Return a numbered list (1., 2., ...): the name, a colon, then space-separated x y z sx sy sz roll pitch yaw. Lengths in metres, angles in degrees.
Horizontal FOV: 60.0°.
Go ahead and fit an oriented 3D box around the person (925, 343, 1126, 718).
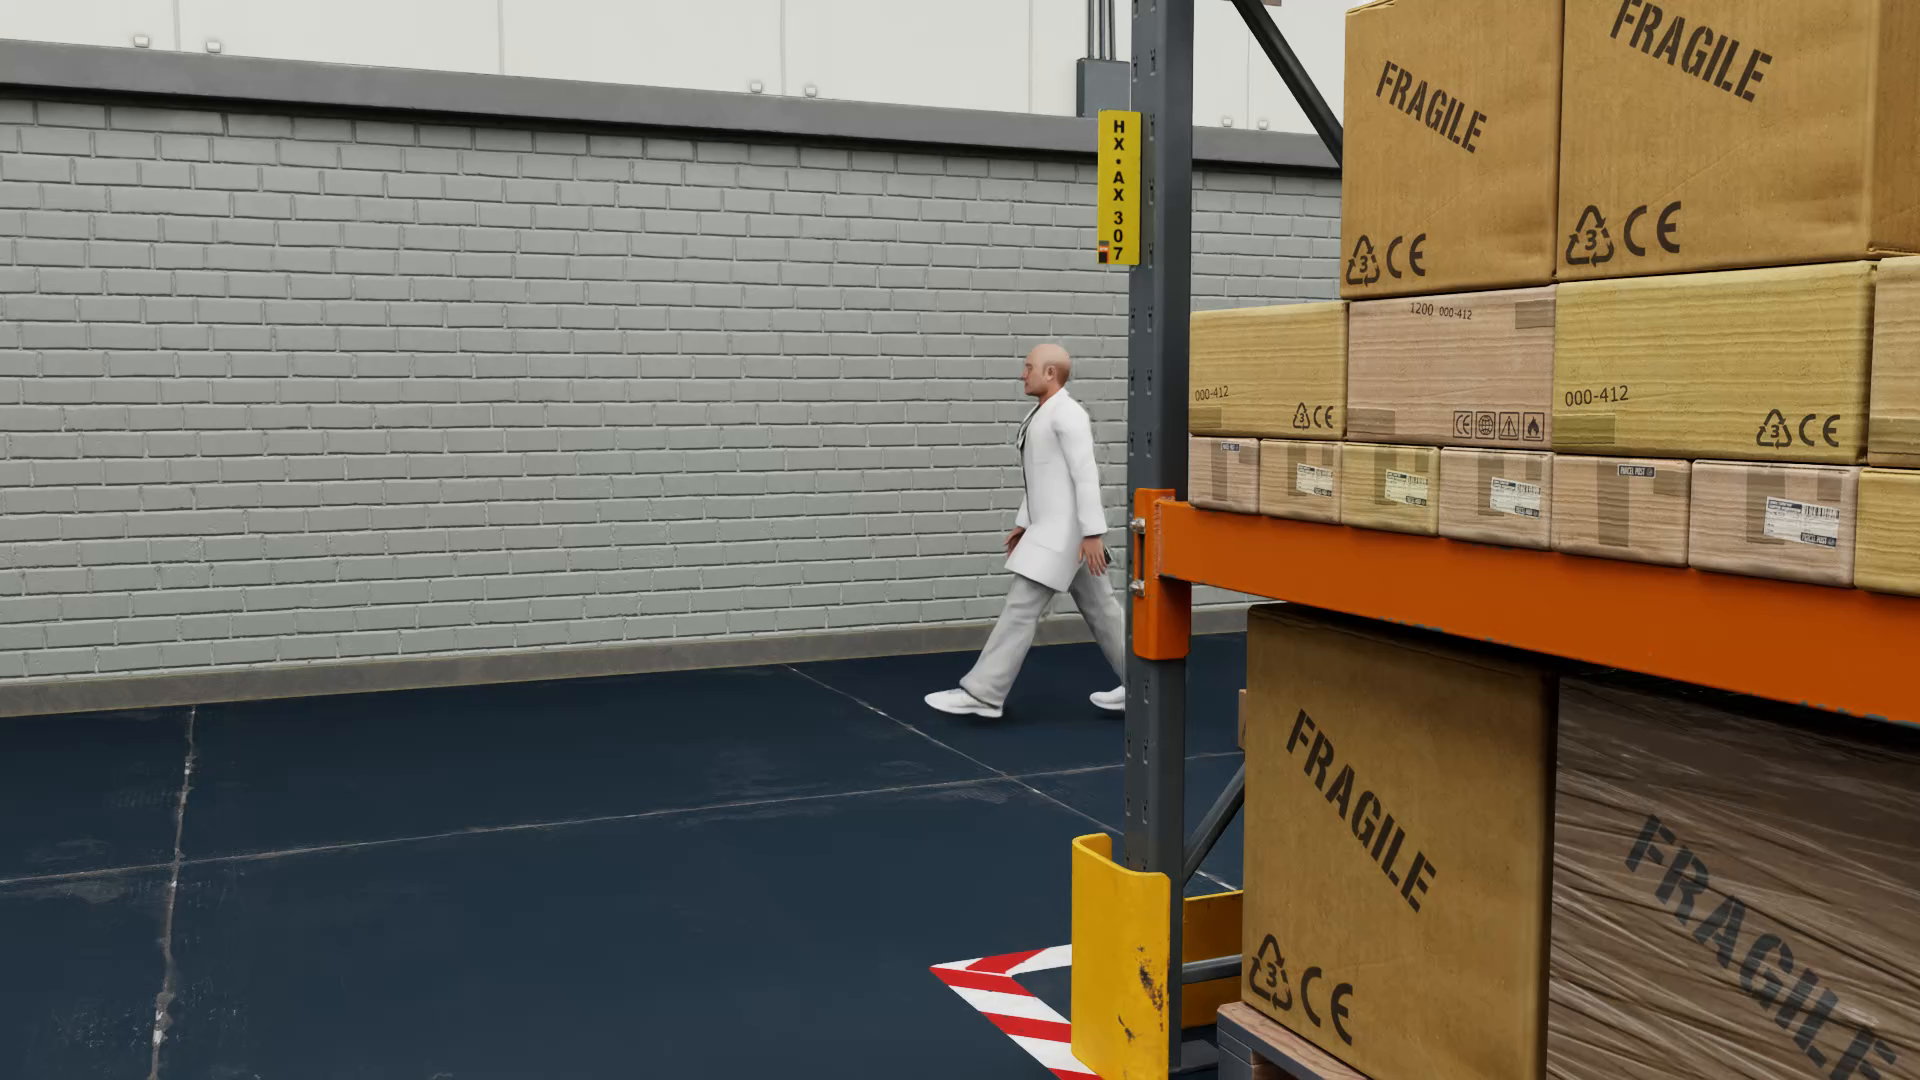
1. person: 0.411 -0.046 7.673 1.151 1.711 0.597 0 5 -2
